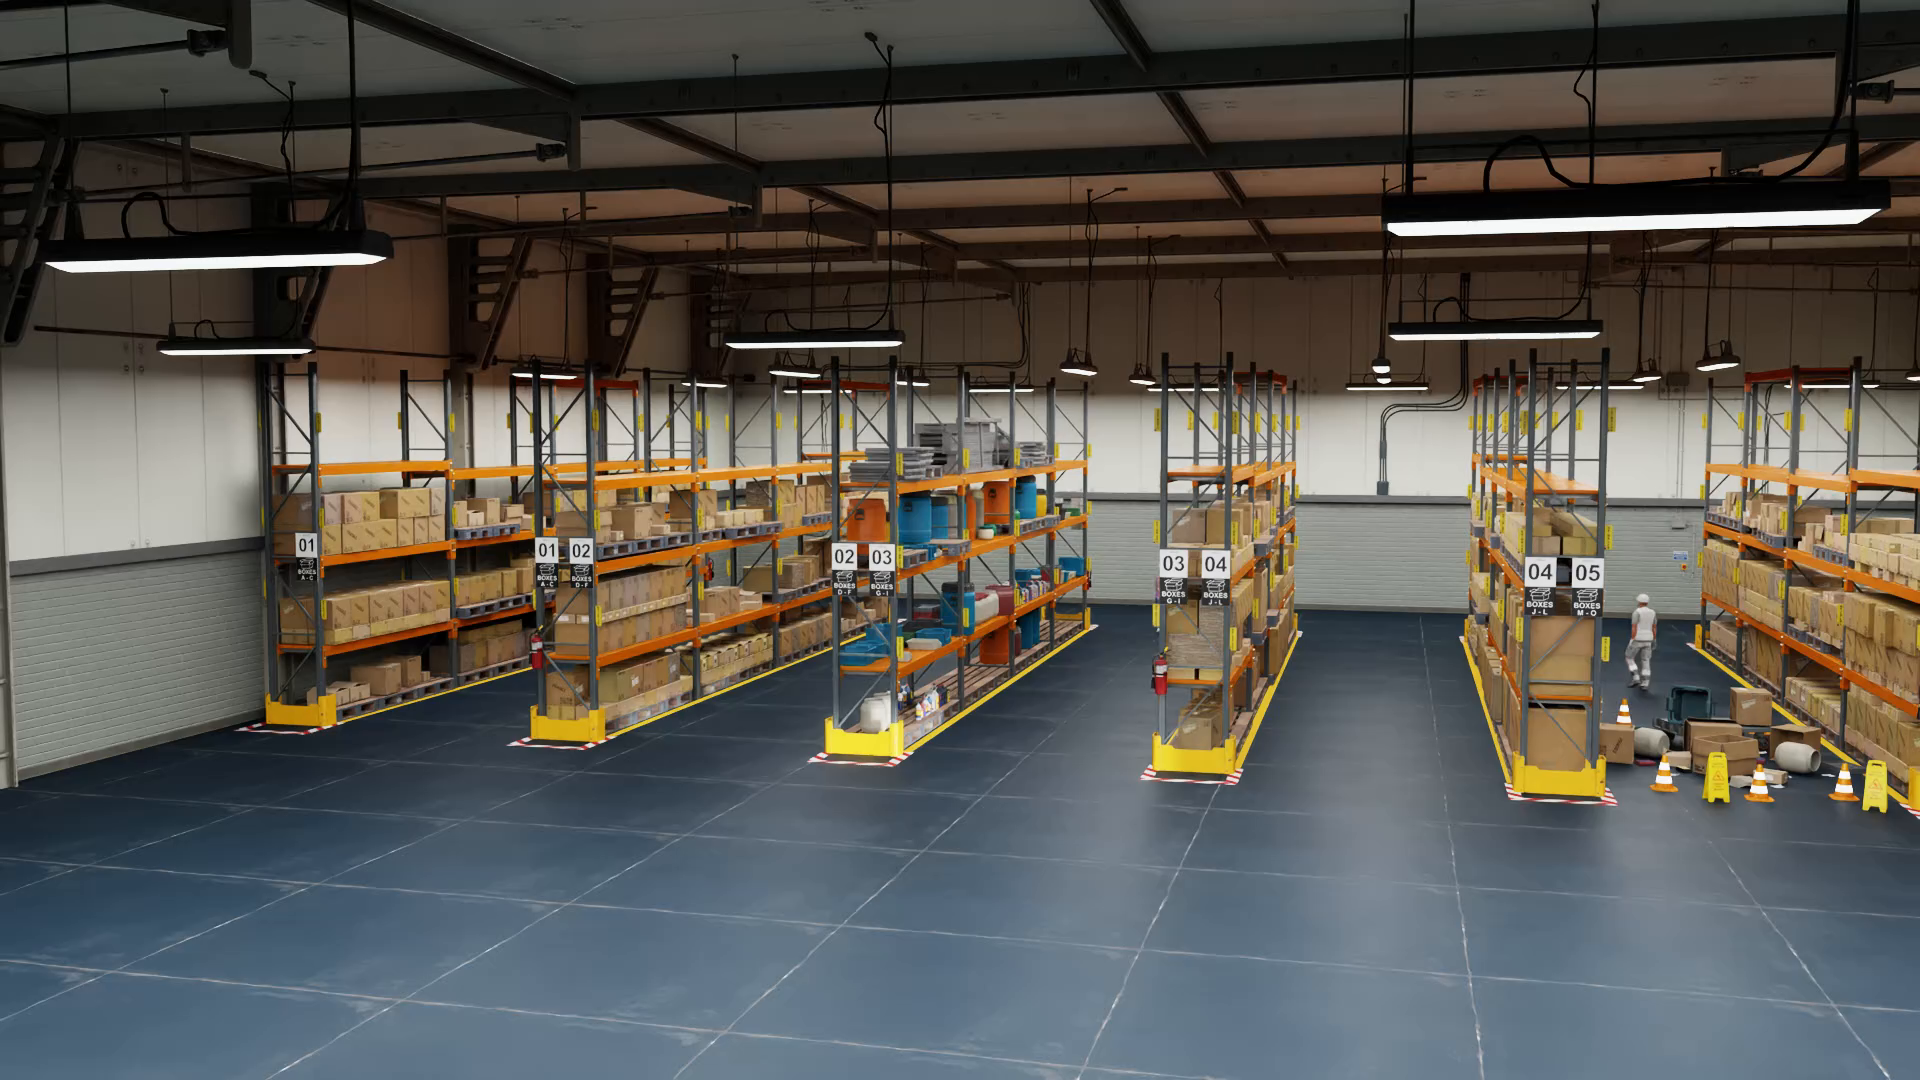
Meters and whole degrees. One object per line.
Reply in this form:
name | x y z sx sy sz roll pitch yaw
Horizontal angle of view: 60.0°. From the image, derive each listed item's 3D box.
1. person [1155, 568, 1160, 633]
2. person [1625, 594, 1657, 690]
person | 4.874 1.409 39.788 0.421 1.563 0.768 1 4 12
person | 12.821 1.905 31.292 0.592 1.785 0.408 -1 4 -11
